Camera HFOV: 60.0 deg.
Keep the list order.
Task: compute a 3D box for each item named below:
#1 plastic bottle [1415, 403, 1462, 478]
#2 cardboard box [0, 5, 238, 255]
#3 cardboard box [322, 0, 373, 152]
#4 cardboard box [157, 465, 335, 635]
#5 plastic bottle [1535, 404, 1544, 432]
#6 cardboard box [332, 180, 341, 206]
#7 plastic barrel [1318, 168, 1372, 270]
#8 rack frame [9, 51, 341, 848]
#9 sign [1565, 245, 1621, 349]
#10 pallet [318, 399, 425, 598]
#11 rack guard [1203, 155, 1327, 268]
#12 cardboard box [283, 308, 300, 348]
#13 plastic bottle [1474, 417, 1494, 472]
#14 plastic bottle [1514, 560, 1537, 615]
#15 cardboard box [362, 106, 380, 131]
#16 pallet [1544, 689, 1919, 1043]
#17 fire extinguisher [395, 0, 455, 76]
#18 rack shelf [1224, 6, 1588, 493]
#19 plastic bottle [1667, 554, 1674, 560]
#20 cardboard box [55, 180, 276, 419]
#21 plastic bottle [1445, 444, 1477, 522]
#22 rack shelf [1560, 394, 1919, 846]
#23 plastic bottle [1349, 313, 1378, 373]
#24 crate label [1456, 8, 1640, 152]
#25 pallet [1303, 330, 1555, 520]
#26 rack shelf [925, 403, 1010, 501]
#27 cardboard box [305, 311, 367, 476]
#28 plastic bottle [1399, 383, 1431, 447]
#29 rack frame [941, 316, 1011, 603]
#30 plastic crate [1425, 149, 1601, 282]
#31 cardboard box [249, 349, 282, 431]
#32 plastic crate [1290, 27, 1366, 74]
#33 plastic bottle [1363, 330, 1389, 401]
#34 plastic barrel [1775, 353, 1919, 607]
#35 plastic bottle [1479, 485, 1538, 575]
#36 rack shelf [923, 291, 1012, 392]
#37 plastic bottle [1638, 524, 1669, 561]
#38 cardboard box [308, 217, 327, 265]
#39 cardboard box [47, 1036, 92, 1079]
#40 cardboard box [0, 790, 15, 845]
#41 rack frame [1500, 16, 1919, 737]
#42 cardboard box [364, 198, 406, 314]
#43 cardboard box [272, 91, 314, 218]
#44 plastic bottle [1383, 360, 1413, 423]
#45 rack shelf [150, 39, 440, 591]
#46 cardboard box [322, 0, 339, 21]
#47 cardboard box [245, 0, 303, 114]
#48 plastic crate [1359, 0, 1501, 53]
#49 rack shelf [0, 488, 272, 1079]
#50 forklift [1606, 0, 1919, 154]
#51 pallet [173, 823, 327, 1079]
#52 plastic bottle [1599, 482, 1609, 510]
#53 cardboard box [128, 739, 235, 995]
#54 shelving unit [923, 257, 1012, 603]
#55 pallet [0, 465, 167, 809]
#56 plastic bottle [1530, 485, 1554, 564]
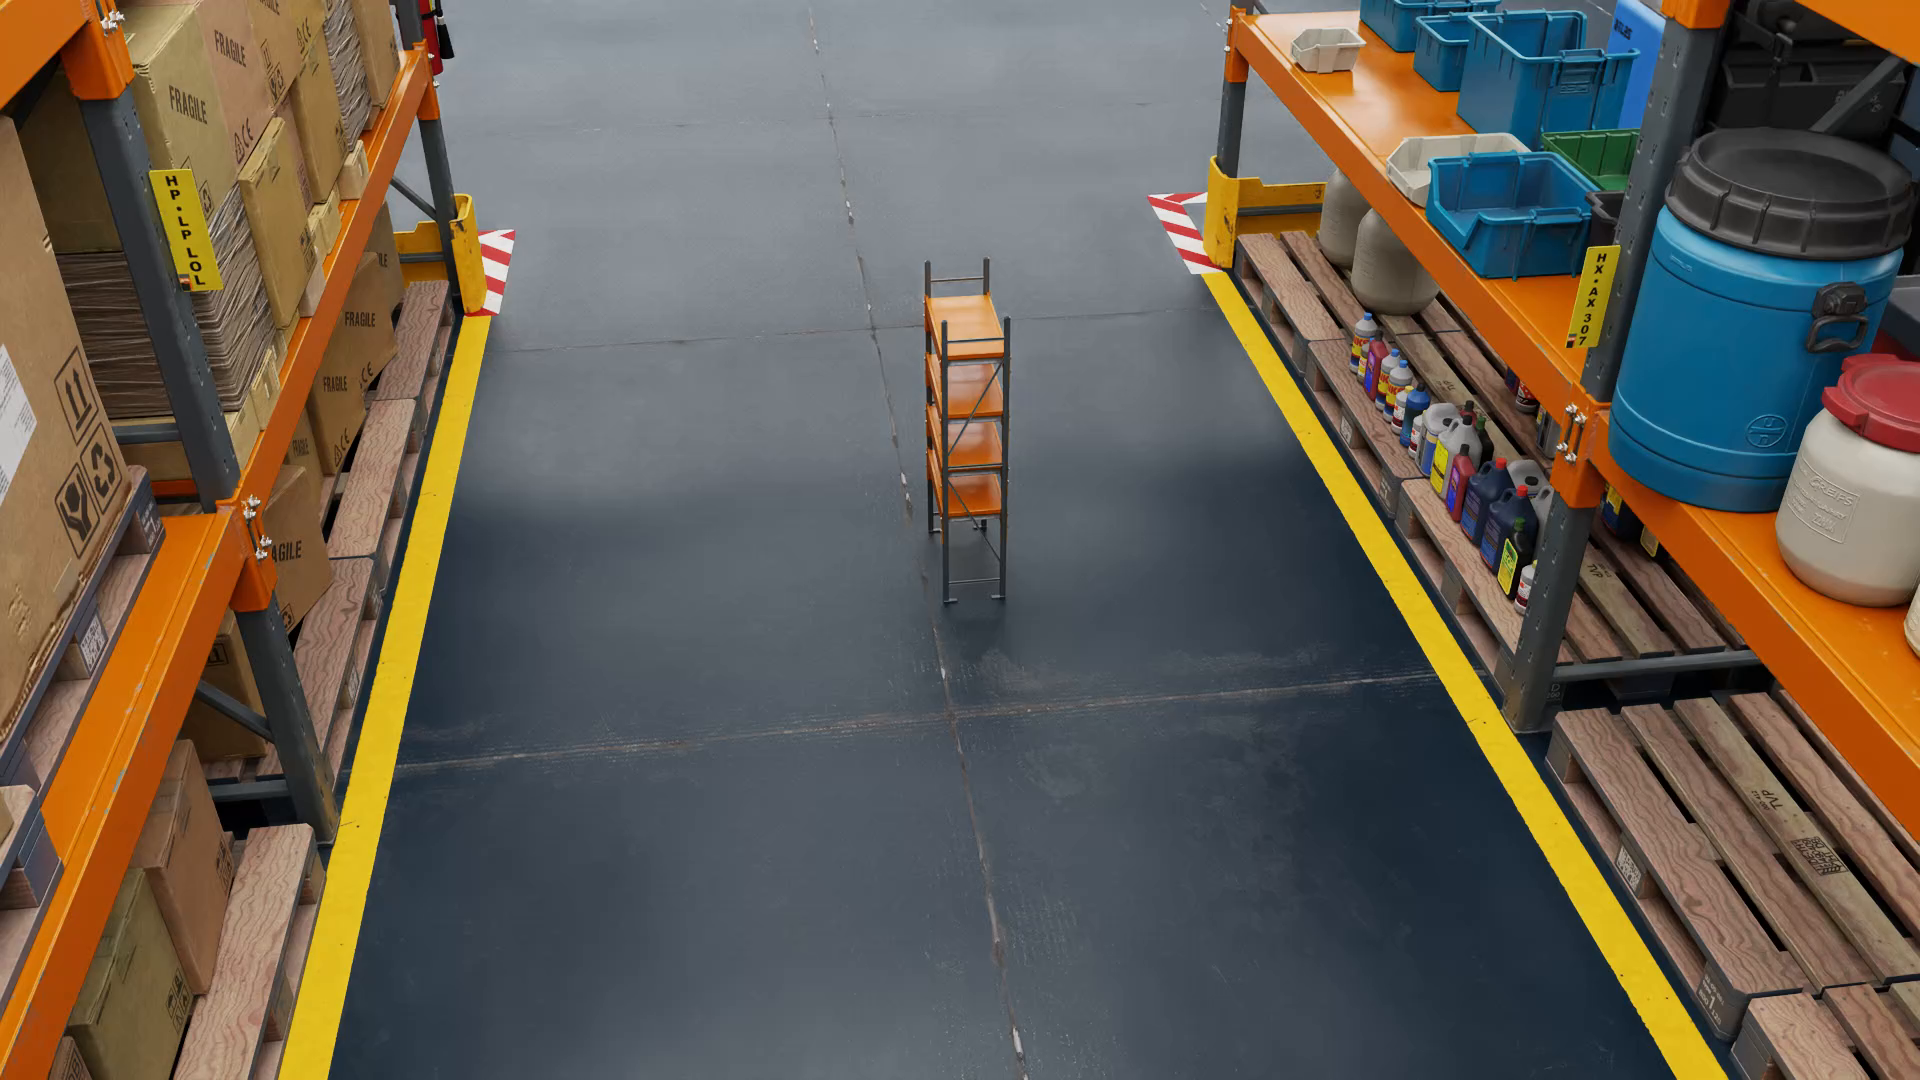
[{"bbox_3d":[1.945,-0.404,6.708,0.152,0.276,0.135,-4,34,-6],"label":"plastic bottle"},{"bbox_3d":[-2.312,-1.105,4.467,0.500,0.500,0.500,-4,35,-6],"label":"cardboard box"},{"bbox_3d":[-2.784,-1.792,6.363,0.875,0.500,0.500,-4,35,-6],"label":"cardboard box"},{"bbox_3d":[-2.602,0.057,5.849,0.500,0.500,0.500,6,35,9],"label":"cardboard box"},{"bbox_3d":[2.486,-0.552,6.991,0.097,0.201,0.097,0,34,0],"label":"plastic bottle"},{"bbox_3d":[-2.528,-1.268,6.170,0.380,0.149,0.250,-4,35,-6],"label":"cardboard box"},{"bbox_3d":[2.031,-1.648,8.341,0.421,0.512,0.421,0,34,0],"label":"plastic barrel"},{"bbox_3d":[-2.503,-0.257,4.464,1.000,3.000,0.127,-4,35,-6],"label":"rack frame"},{"bbox_3d":[1.858,-0.711,4.884,0.100,0.325,0.005,-4,35,-6],"label":"sign"},{"bbox_3d":[-2.796,-0.159,6.796,1.003,0.211,1.213,-4,35,-6],"label":"pallet"},{"bbox_3d":[1.924,-1.793,8.936,1.175,0.500,0.348,-4,35,-6],"label":"rack guard"},{"bbox_3d":[-2.359,-0.713,5.355,0.380,0.149,0.250,-4,35,-6],"label":"cardboard box"},{"bbox_3d":[2.061,-0.339,6.605,0.061,0.283,0.133,-4,35,-6],"label":"plastic bottle"},{"bbox_3d":[2.047,0.164,5.941,0.097,0.201,0.097,0,34,0],"label":"plastic bottle"},{"bbox_3d":[-2.662,-1.826,6.989,0.380,0.149,0.250,-4,35,-6],"label":"cardboard box"},{"bbox_3d":[2.549,0.955,5.161,1.003,0.211,1.213,-4,35,-6],"label":"pallet"},{"bbox_3d":[-2.600,-2.556,7.906,0.296,0.674,0.183,-4,35,-6],"label":"fire extinguisher"},{"bbox_3d":[2.136,-1.451,6.854,1.077,0.370,4.000,-4,35,-6],"label":"rack shelf"},{"bbox_3d":[2.726,-0.078,6.229,0.152,0.276,0.135,-3,34,-5],"label":"plastic bottle"},{"bbox_3d":[-2.502,-0.677,4.727,0.875,0.500,0.500,-4,35,-6],"label":"cardboard box"},{"bbox_3d":[1.943,-0.224,6.436,0.061,0.283,0.133,-2,34,-3],"label":"plastic bottle"},{"bbox_3d":[2.674,0.781,3.579,1.077,0.370,4.000,-4,35,-6],"label":"rack shelf"},{"bbox_3d":[1.802,-0.883,7.415,0.097,0.271,0.097,0,34,0],"label":"plastic bottle"},{"bbox_3d":[2.382,-1.872,6.802,0.502,0.435,0.616,-4,35,-6],"label":"crate label"},{"bbox_3d":[2.188,-0.540,7.355,1.003,0.211,1.213,-4,35,-6],"label":"pallet"},{"bbox_3d":[0.022,-0.348,6.314,0.258,0.148,0.480,-4,35,-6],"label":"rack shelf"},{"bbox_3d":[-2.794,-0.598,6.811,0.500,0.500,0.500,-1,34,-2],"label":"cardboard box"},{"bbox_3d":[1.889,-0.523,6.886,0.097,0.271,0.097,0,34,0],"label":"plastic bottle"},{"bbox_3d":[0.055,-0.267,6.077,0.240,1.200,0.015,-4,35,-6],"label":"rack frame"},{"bbox_3d":[1.987,-1.168,5.932,0.499,0.251,0.616,-4,35,-6],"label":"plastic crate"},{"bbox_3d":[-2.255,-0.437,4.950,0.380,0.149,0.250,-4,35,-6],"label":"cardboard box"},{"bbox_3d":[1.668,-2.232,7.595,0.298,0.136,0.250,-4,35,-6],"label":"plastic crate"},{"bbox_3d":[1.814,-0.761,7.224,0.061,0.283,0.133,-4,34,-6],"label":"plastic bottle"},{"bbox_3d":[2.316,-0.138,4.168,0.433,0.535,0.433,0,34,0],"label":"plastic barrel"},{"bbox_3d":[2.033,-0.057,6.131,0.144,0.351,0.185,-5,35,-8],"label":"plastic bottle"},{"bbox_3d":[0.022,-0.728,6.055,0.258,0.148,0.480,-4,35,-6],"label":"rack shelf"},{"bbox_3d":[2.620,-0.072,6.214,0.061,0.283,0.133,-4,35,-6],"label":"plastic bottle"},{"bbox_3d":[-2.427,-0.992,5.765,0.380,0.149,0.250,-4,35,-6],"label":"cardboard box"},{"bbox_3d":[-2.321,1.518,3.688,0.700,0.500,0.500,-7,35,-10],"label":"cardboard box"},{"bbox_3d":[-2.179,0.487,2.907,0.797,0.503,0.637,-1,34,-1],"label":"cardboard box"},{"bbox_3d":[2.405,-0.632,5.014,1.000,3.000,0.127,-4,35,-6],"label":"rack frame"},{"bbox_3d":[-2.974,-1.280,7.812,0.500,0.500,0.500,2,34,2],"label":"cardboard box"},{"bbox_3d":[-2.702,-1.230,5.539,0.875,0.500,0.500,-4,35,-6],"label":"cardboard box"},{"bbox_3d":[1.861,-0.636,7.052,0.097,0.271,0.097,0,34,0],"label":"plastic bottle"},{"bbox_3d":[-2.772,-1.076,6.304,1.077,0.370,4.000,-4,35,-6],"label":"rack shelf"},{"bbox_3d":[-2.585,-2.221,6.104,0.500,0.500,0.500,-4,35,-6],"label":"cardboard box"},{"bbox_3d":[-2.447,-1.663,5.286,0.500,0.500,0.500,-4,35,-6],"label":"cardboard box"},{"bbox_3d":[2.231,-2.546,7.955,0.499,0.251,0.616,-4,35,-6],"label":"plastic crate"},{"bbox_3d":[-2.234,1.156,3.029,1.077,0.370,4.000,-4,35,-6],"label":"rack shelf"},{"bbox_3d":[4.337,-2.617,7.988,1.130,2.935,3.031,-3,34,-4],"label":"forklift"},{"bbox_3d":[-2.397,1.330,4.612,1.003,0.211,1.213,-4,35,-6],"label":"pallet"},{"bbox_3d":[2.568,-0.240,6.471,0.097,0.271,0.097,0,34,0],"label":"plastic bottle"},{"bbox_3d":[-2.442,0.938,4.539,0.700,0.500,0.500,-7,35,-10],"label":"cardboard box"},{"bbox_3d":[0.022,-0.403,6.277,0.258,1.200,0.503,-4,35,-6],"label":"shelving unit"},{"bbox_3d":[-2.545,0.260,3.876,1.003,0.211,1.213,-4,35,-6],"label":"pallet"},{"bbox_3d":[2.175,-0.068,6.148,0.144,0.351,0.185,-4,35,-6],"label":"plastic bottle"}]
